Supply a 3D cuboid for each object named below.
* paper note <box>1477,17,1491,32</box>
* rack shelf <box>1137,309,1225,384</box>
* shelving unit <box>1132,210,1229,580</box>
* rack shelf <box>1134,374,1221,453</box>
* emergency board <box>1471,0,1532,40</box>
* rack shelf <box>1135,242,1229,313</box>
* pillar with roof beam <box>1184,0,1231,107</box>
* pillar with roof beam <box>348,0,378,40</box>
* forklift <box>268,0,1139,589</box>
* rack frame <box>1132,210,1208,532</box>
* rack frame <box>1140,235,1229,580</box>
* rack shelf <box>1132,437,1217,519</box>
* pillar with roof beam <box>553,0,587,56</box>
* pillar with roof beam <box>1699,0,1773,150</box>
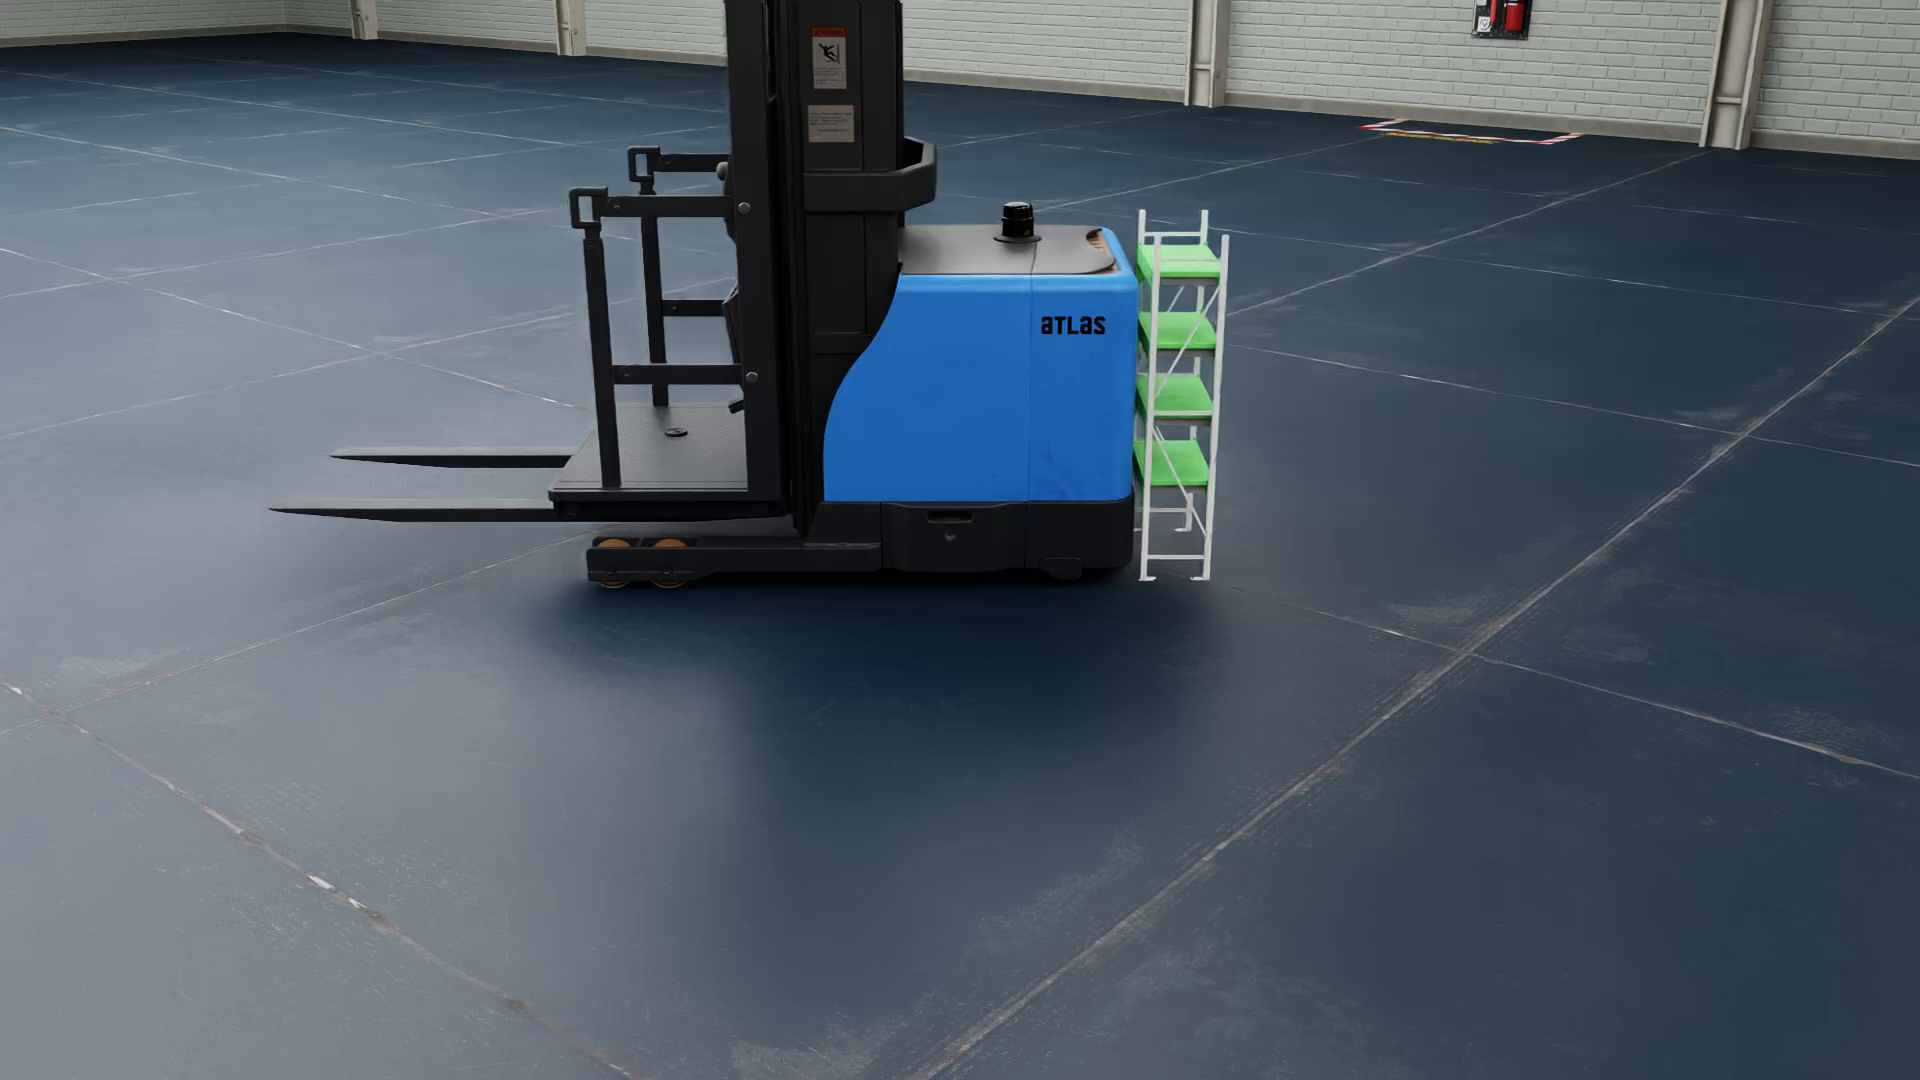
[{"bbox_3d":[5.624,-5.530,17.829,0.142,0.148,0.016,16,26,36],"label":"paper note"},{"bbox_3d":[0.750,-0.675,5.758,0.258,0.148,0.480,0,21,0],"label":"rack shelf"},{"bbox_3d":[0.750,-0.510,5.820,0.258,1.200,0.503,0,21,0],"label":"shelving unit"},{"bbox_3d":[0.750,-0.450,5.842,0.258,0.148,0.480,0,21,0],"label":"rack shelf"},{"bbox_3d":[5.718,-5.884,17.519,0.643,1.169,0.194,16,26,36],"label":"emergency board"},{"bbox_3d":[0.750,-0.899,5.673,0.258,0.148,0.480,0,21,0],"label":"rack shelf"},{"bbox_3d":[0.238,-8.291,15.400,0.400,9.000,9.100,16,26,36],"label":"pillar with roof beam"},{"bbox_3d":[-13.707,-12.307,26.049,0.400,9.000,9.100,16,26,36],"label":"pillar with roof beam"},{"bbox_3d":[-0.913,-1.391,5.703,3.031,2.935,1.130,0,21,0],"label":"forklift"},{"bbox_3d":[0.750,-0.596,6.048,0.240,1.200,0.015,0,21,0],"label":"rack frame"},{"bbox_3d":[0.750,-0.424,5.591,0.240,1.200,0.015,0,21,0],"label":"rack frame"},{"bbox_3d":[0.749,-0.226,5.927,0.258,0.148,0.480,0,21,0],"label":"rack shelf"},{"bbox_3d":[-9.059,-10.968,22.500,0.400,9.000,9.100,16,26,36],"label":"pillar with roof beam"},{"bbox_3d":[4.886,-6.952,11.850,0.400,9.000,9.100,16,26,36],"label":"pillar with roof beam"}]
